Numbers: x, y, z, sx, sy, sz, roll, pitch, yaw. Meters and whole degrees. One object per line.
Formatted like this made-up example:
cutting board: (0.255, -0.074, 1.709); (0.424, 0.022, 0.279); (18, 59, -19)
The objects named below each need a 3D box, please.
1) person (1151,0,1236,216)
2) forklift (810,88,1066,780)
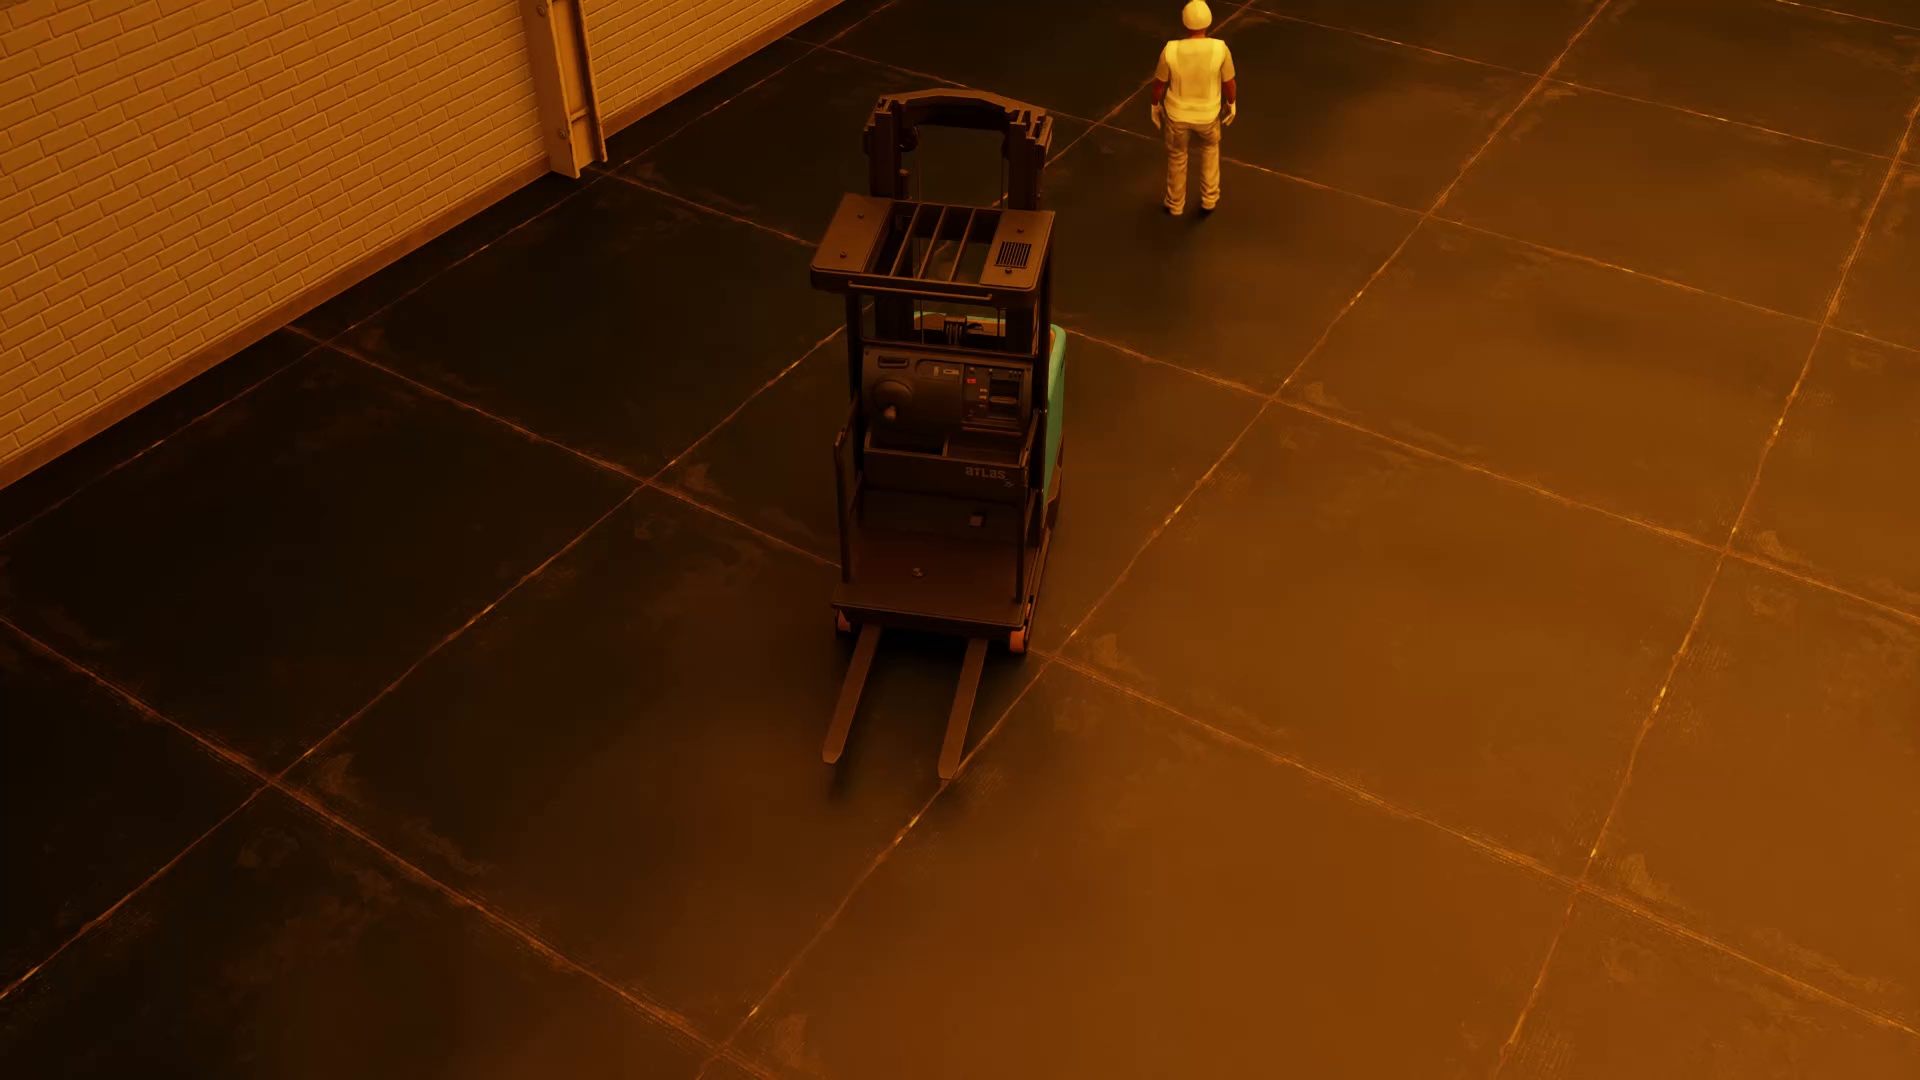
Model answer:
person: (1.790, -3.321, 12.773); (0.652, 1.789, 0.544); (5, 40, 5)
forklift: (-0.108, -0.731, 8.830); (1.130, 2.935, 3.031); (7, 41, 8)
